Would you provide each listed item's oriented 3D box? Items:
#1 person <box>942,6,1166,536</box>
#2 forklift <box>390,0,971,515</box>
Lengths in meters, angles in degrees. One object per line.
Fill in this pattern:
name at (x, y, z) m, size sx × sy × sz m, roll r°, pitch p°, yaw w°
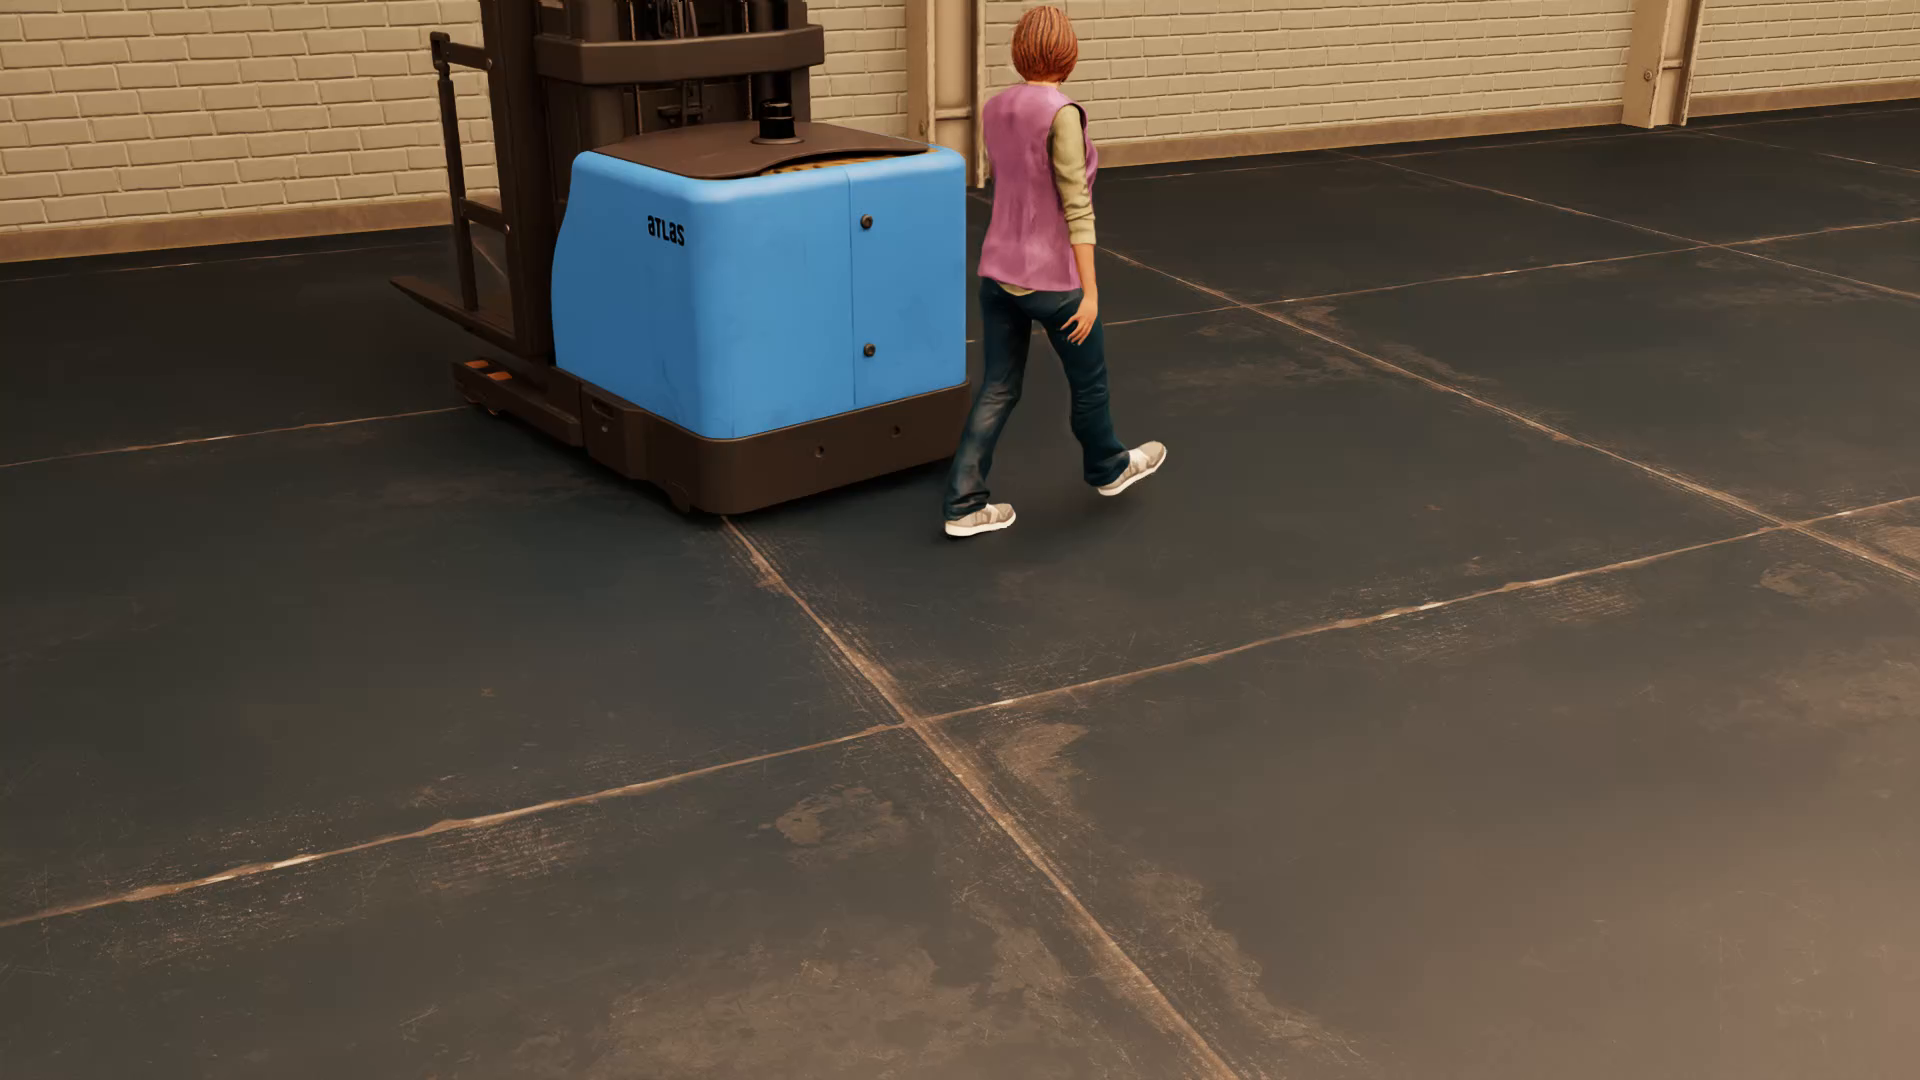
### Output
person at (0.310, -0.791, 4.995) m, size 0.828 × 1.556 × 0.583 m, roll -19°, pitch 29°, yaw -38°
forklift at (-1.283, -1.925, 5.920) m, size 1.130 × 2.935 × 3.031 m, roll -17°, pitch 28°, yaw -36°
